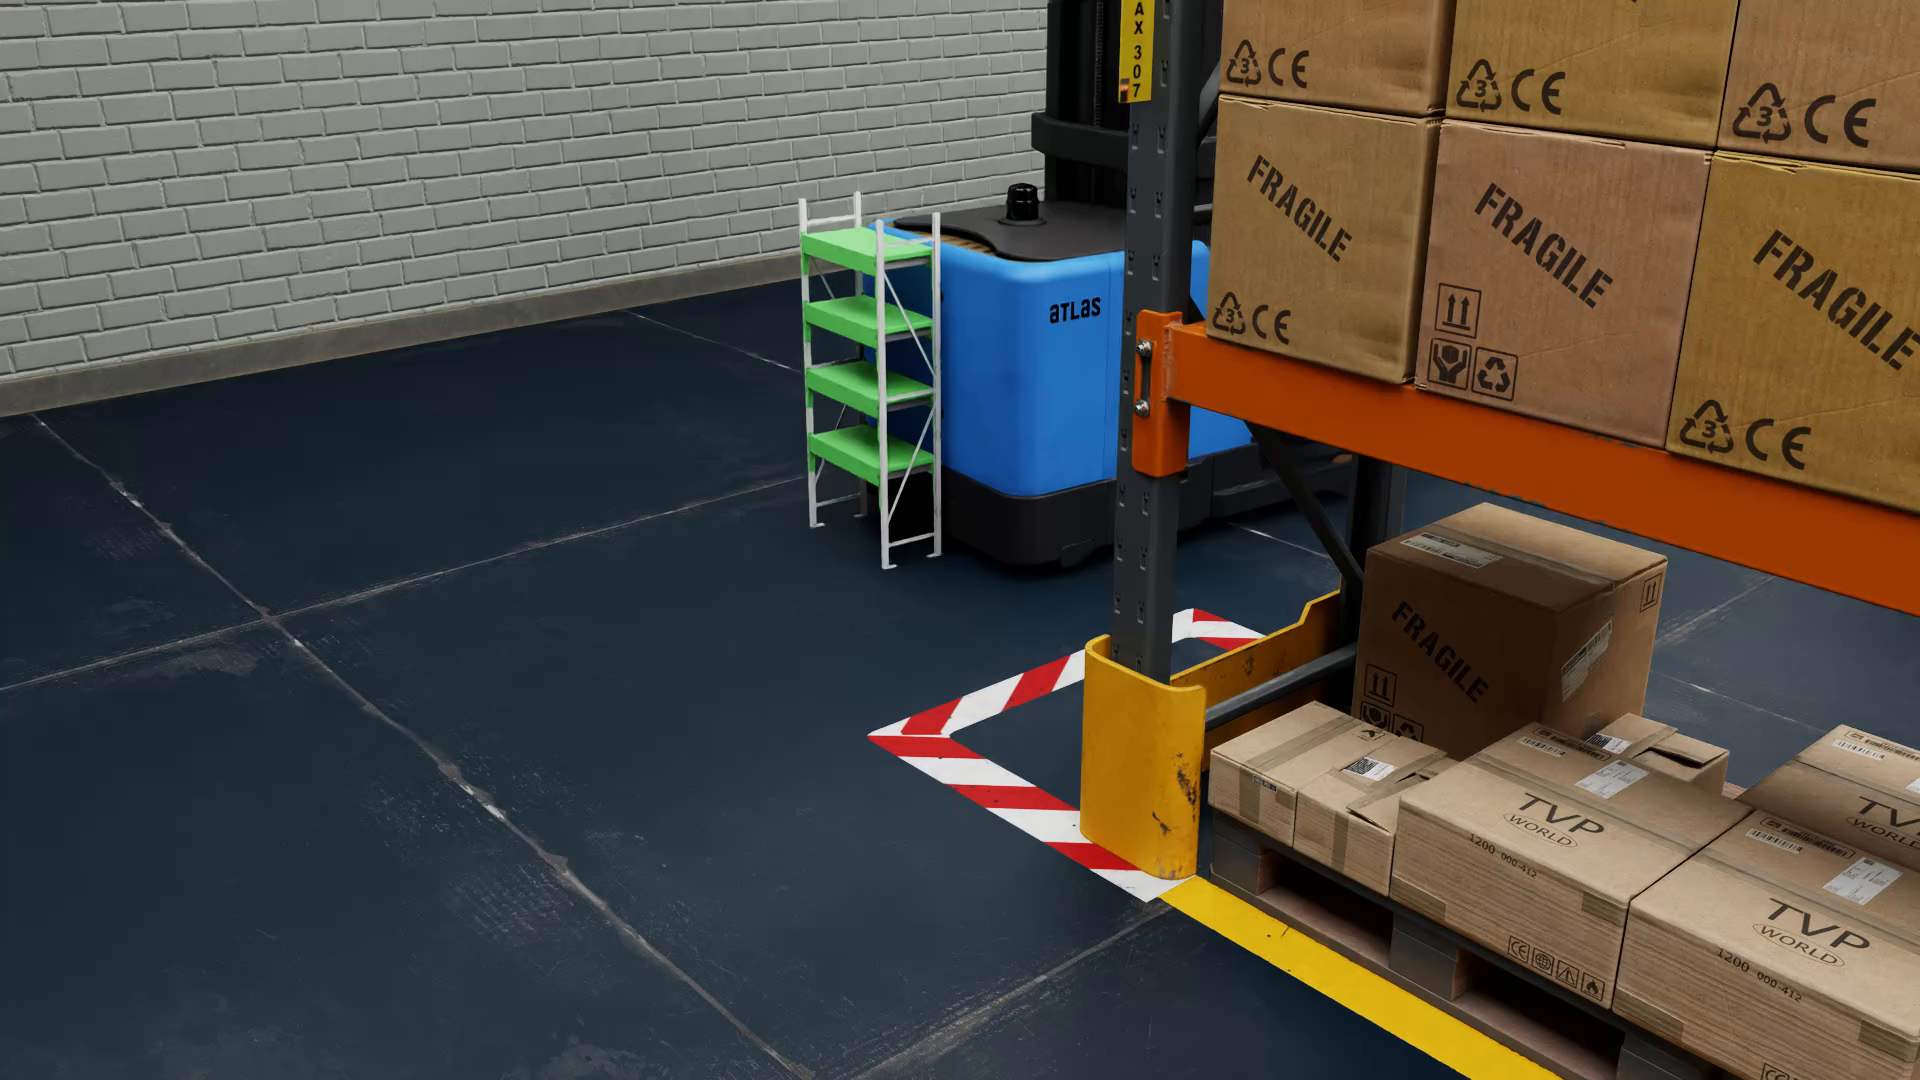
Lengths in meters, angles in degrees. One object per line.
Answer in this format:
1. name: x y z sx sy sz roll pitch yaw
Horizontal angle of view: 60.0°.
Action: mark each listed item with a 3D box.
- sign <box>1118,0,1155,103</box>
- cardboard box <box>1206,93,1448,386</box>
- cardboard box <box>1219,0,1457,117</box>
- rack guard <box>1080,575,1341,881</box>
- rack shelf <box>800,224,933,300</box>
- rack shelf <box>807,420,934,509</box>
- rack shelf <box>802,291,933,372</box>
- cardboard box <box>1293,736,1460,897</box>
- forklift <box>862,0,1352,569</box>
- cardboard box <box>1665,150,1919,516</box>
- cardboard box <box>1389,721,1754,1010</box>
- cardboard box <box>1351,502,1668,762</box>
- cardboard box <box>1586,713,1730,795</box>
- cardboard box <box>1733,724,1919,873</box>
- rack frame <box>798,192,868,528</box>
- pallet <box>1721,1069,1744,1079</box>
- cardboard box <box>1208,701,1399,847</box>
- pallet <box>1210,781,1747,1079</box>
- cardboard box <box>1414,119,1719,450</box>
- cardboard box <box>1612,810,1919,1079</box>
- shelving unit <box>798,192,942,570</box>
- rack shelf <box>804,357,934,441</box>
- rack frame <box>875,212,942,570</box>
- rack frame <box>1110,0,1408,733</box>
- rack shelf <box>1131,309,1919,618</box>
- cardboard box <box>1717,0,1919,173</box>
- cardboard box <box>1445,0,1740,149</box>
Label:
1. sign: 0.366 -1.064 3.399 0.100 0.325 0.005 -17 27 -37
2. cardboard box: 0.867 -0.651 3.396 0.500 0.500 0.500 -17 27 -36
3. cardboard box: 0.867 -1.116 3.213 0.500 0.500 0.500 -16 27 -36
4. rack guard: 0.826 0.395 4.289 1.175 0.500 0.348 -17 27 -37
5. rack shelf: -0.308 -0.943 5.604 0.258 0.148 0.480 -14 26 -32
6. rack shelf: -0.308 -0.272 5.867 0.258 0.148 0.480 -14 26 -32
7. rack shelf: -0.308 -0.719 5.692 0.258 0.148 0.480 -14 26 -32
8. cardboard box: 0.953 0.591 3.643 0.380 0.166 0.250 -17 27 -37
9. forklift: 1.130 -1.670 6.229 3.031 2.935 1.130 -14 26 -32
10. cardboard box: 1.533 -0.370 2.679 0.500 0.500 0.500 -18 27 -38
11. cardboard box: 1.243 0.642 3.400 0.500 0.250 0.500 -17 27 -37
12. cardboard box: 1.318 0.261 4.029 0.500 0.500 0.500 -17 27 -37
13. cardboard box: 1.514 0.550 3.749 0.380 0.166 0.250 -17 27 -37
14. cardboard box: 1.916 0.647 3.386 0.500 0.250 0.500 -17 27 -37
15. rack frame: -0.448 -0.628 5.942 0.240 1.200 0.015 -14 26 -32
16. pallet: 2.140 1.087 2.920 1.003 0.211 1.213 -17 27 -37
17. cardboard box: 0.790 0.530 3.823 0.380 0.149 0.250 -17 27 -37
18. pallet: 1.347 0.750 3.780 1.003 0.211 1.213 -17 27 -37
19. cardboard box: 1.207 -0.510 3.035 0.500 0.500 0.500 -18 28 -38
20. cardboard box: 1.569 0.780 3.047 0.500 0.250 0.500 -17 27 -37
21. shelving unit: -0.308 -0.555 5.756 0.258 1.200 0.503 -14 26 -32
22. rack shelf: -0.308 -0.496 5.779 0.258 0.148 0.480 -14 26 -32
23. rack frame: -0.168 -0.482 5.570 0.240 1.200 0.015 -14 26 -32
24. rack frame: 0.777 -0.790 3.887 1.000 3.000 0.127 -17 27 -37
25. rack shelf: 2.082 0.098 2.608 1.077 0.370 4.000 -17 27 -37
26. cardboard box: 1.536 -0.834 2.493 0.500 0.500 0.500 -17 27 -37
27. cardboard box: 1.213 -0.974 2.849 0.500 0.500 0.500 -17 27 -37
